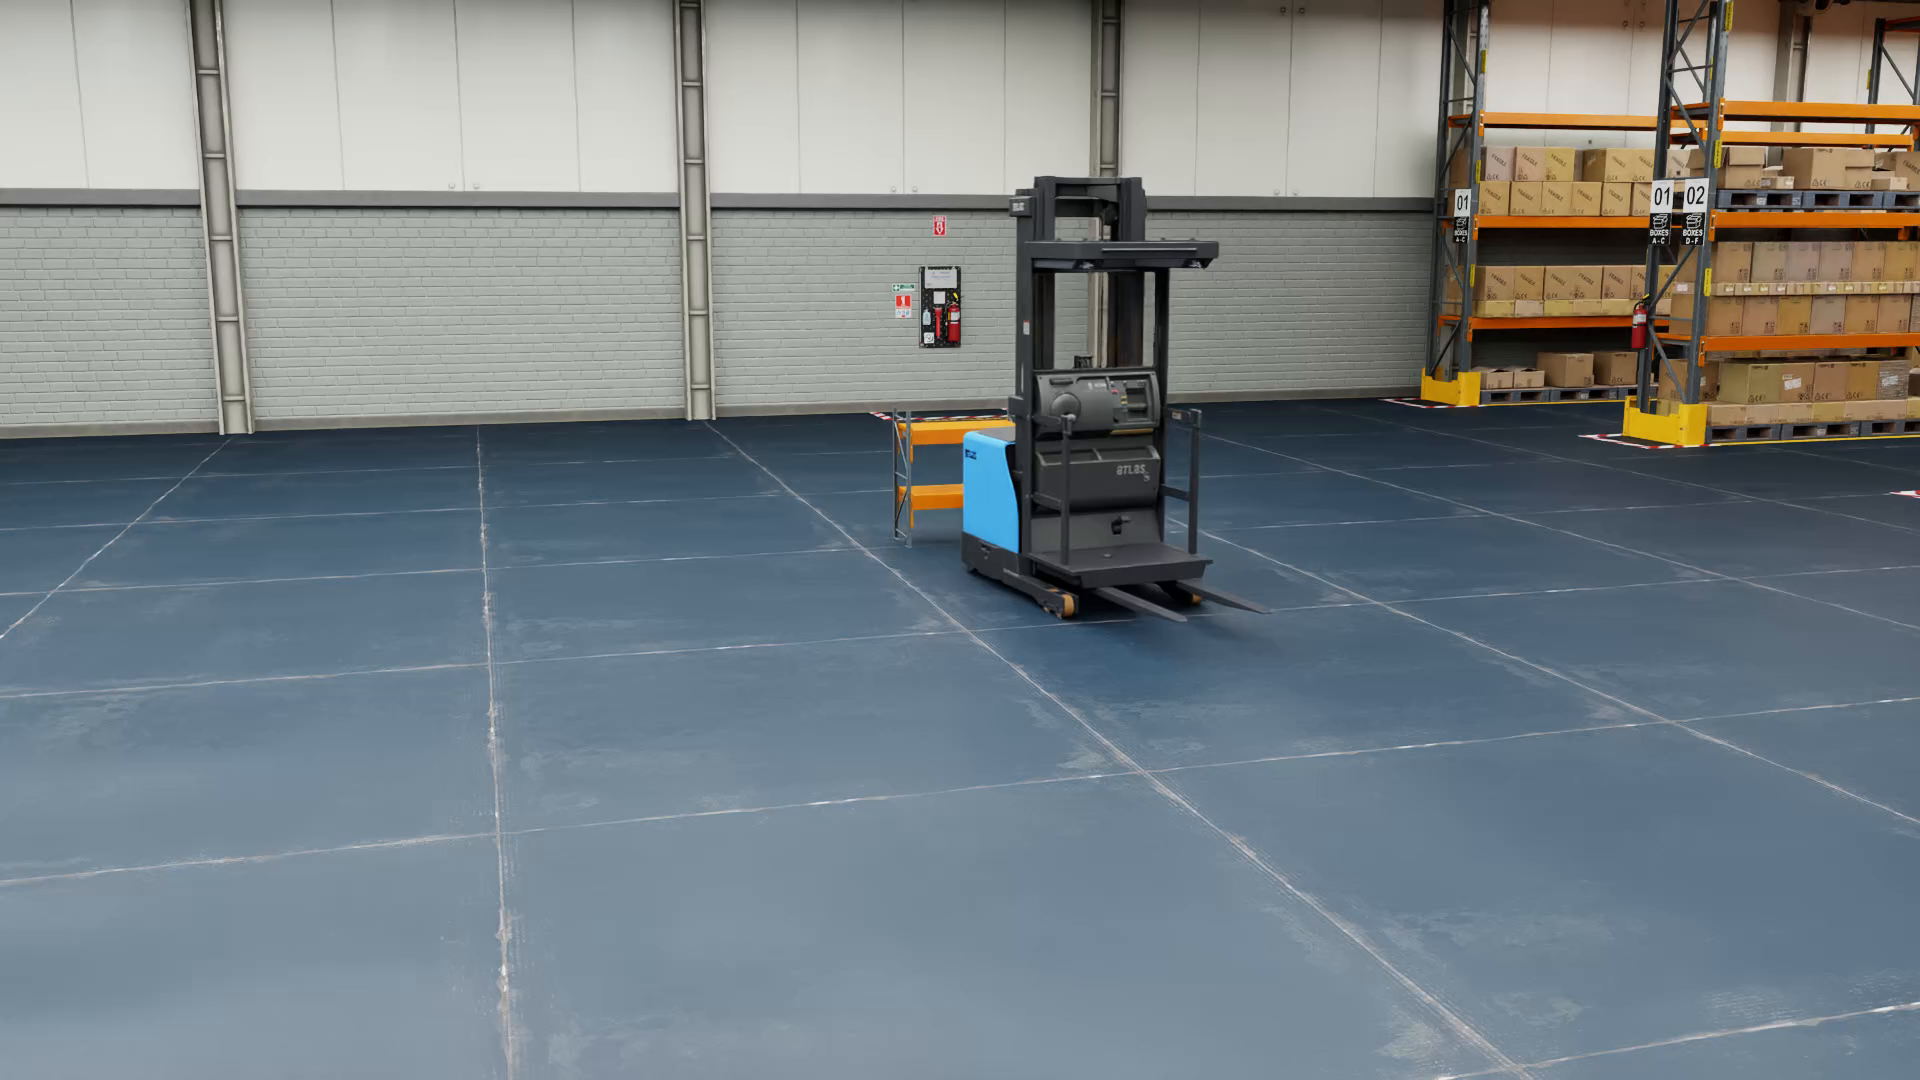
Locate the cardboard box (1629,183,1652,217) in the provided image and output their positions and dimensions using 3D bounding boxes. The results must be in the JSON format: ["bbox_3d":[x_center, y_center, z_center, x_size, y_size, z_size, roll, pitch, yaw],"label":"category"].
[{"bbox_3d":[10.393,-5.241,25.612,0.500,0.500,0.500,-4,11,-21],"label":"cardboard box"}]

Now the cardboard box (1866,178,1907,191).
[{"bbox_3d":[11.604,-4.456,20.828,0.250,0.149,0.380,-3,11,-16],"label":"cardboard box"}]

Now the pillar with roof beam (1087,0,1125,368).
[{"bbox_3d":[3.330,-5.680,20.046,0.400,9.000,9.100,-3,11,-16],"label":"pillar with roof beam"}]

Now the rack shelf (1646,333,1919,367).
[{"bbox_3d":[10.766,-2.482,21.233,4.000,0.370,1.077,-3,11,-16],"label":"rack shelf"}]

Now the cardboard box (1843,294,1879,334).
[{"bbox_3d":[11.274,-2.910,21.295,0.500,0.500,0.700,-3,11,-15],"label":"cardboard box"}]

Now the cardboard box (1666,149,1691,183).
[{"bbox_3d":[10.892,-5.752,25.627,0.500,0.500,0.500,-4,11,-21],"label":"cardboard box"}]

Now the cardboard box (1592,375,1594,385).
[{"bbox_3d":[9.756,-2.535,26.192,0.250,0.149,0.380,-4,11,-21],"label":"cardboard box"}]

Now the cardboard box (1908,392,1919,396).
[{"bbox_3d":[13.003,-1.863,22.316,0.500,0.250,0.500,-3,11,-16],"label":"cardboard box"}]

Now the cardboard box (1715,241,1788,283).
[{"bbox_3d":[9.851,-3.474,20.772,0.500,0.500,0.700,-3,11,-17],"label":"cardboard box"}]

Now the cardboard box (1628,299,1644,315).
[{"bbox_3d":[10.447,-3.634,25.860,0.500,0.250,0.500,-3,11,-16],"label":"cardboard box"}]

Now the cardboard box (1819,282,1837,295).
[{"bbox_3d":[10.758,-3.163,20.876,0.250,0.149,0.380,-3,11,-15],"label":"cardboard box"}]

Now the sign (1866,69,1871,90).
[{"bbox_3d":[14.980,-7.585,27.375,0.005,0.325,0.100,-3,11,-16],"label":"sign"}]

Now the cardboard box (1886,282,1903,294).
[{"bbox_3d":[11.744,-3.215,21.159,0.250,0.149,0.380,-3,11,-16],"label":"cardboard box"}]

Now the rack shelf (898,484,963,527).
[{"bbox_3d":[0.006,-0.313,13.991,1.000,0.278,0.538,-3,11,-16],"label":"rack shelf"}]

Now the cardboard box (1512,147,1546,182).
[{"bbox_3d":[8.391,-5.616,24.888,0.500,0.500,0.500,-3,11,-17],"label":"cardboard box"}]

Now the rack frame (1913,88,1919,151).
[{"bbox_3d":[12.686,-5.888,21.174,0.127,3.000,1.000,-3,11,-16],"label":"rack frame"}]

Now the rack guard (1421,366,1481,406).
[{"bbox_3d":[7.530,-2.370,25.542,0.348,0.500,1.175,-3,11,-16],"label":"rack guard"}]

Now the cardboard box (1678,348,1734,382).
[{"bbox_3d":[12.000,-2.825,26.799,0.500,0.500,0.700,-3,11,-14],"label":"cardboard box"}]

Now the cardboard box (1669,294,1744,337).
[{"bbox_3d":[9.297,-2.806,20.725,0.500,0.500,0.700,-3,11,-16],"label":"cardboard box"}]

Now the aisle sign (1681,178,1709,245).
[{"bbox_3d":[8.868,-3.957,20.075,0.004,0.787,0.394,-3,11,-16],"label":"aisle sign"}]

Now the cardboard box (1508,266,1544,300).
[{"bbox_3d":[8.477,-3.896,25.212,0.500,0.500,0.500,-3,11,-16],"label":"cardboard box"}]

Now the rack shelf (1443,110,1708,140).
[{"bbox_3d":[9.377,-6.292,25.366,4.000,0.370,1.077,-3,11,-16],"label":"rack shelf"}]

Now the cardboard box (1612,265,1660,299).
[{"bbox_3d":[10.453,-3.999,25.773,0.500,0.500,0.500,-3,11,-16],"label":"cardboard box"}]

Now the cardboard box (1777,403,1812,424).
[{"bbox_3d":[10.382,-1.629,21.044,0.500,0.250,0.500,-3,11,-16],"label":"cardboard box"}]

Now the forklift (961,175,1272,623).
[{"bbox_3d":[1.053,-1.002,11.392,1.130,2.935,3.031,-4,11,-23],"label":"forklift"}]

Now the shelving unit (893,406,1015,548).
[{"bbox_3d":[0.006,-0.554,13.947,1.048,1.125,0.538,-3,11,-16],"label":"shelving unit"}]

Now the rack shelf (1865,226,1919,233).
[{"bbox_3d":[17.059,-5.223,27.837,4.000,0.370,1.077,-3,11,-16],"label":"rack shelf"}]

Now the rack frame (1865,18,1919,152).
[{"bbox_3d":[15.138,-6.951,26.950,0.127,3.000,1.000,-3,11,-16],"label":"rack frame"}]

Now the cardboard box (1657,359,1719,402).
[{"bbox_3d":[9.277,-2.037,21.189,0.500,0.500,0.500,-3,11,-16],"label":"cardboard box"}]

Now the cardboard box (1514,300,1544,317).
[{"bbox_3d":[8.509,-3.530,25.297,0.500,0.250,0.500,-3,11,-18],"label":"cardboard box"}]

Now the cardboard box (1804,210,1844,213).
[{"bbox_3d":[13.868,-5.487,26.942,0.637,0.503,0.797,-1,11,-8],"label":"cardboard box"}]

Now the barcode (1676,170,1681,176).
[{"bbox_3d":[9.000,-4.595,20.832,0.075,0.075,0.001,-3,11,-16],"label":"barcode"}]

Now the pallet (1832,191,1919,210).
[{"bbox_3d":[11.874,-4.321,21.195,1.213,0.211,1.003,-3,11,-16],"label":"pallet"}]

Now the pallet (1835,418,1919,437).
[{"bbox_3d":[11.911,-1.533,21.791,1.213,0.211,1.003,-3,11,-16],"label":"pallet"}]

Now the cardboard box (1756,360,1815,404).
[{"bbox_3d":[10.378,-2.000,20.987,0.500,0.500,0.500,-3,11,-16],"label":"cardboard box"}]

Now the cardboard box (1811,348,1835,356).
[{"bbox_3d":[13.934,-2.936,27.401,0.500,0.500,0.700,-3,11,-16],"label":"cardboard box"}]

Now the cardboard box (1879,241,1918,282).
[{"bbox_3d":[11.777,-3.575,21.323,0.500,0.500,0.700,-3,11,-16],"label":"cardboard box"}]

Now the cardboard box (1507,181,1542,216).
[{"bbox_3d":[8.374,-5.125,24.982,0.500,0.500,0.500,-2,11,-12],"label":"cardboard box"}]

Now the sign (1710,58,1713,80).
[{"bbox_3d":[11.432,-7.152,25.242,0.005,0.325,0.100,-3,11,-16],"label":"sign"}]

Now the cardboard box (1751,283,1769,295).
[{"bbox_3d":[9.775,-3.112,20.597,0.250,0.149,0.380,-3,11,-16],"label":"cardboard box"}]

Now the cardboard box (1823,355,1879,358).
[{"bbox_3d":[11.675,-2.165,21.884,0.500,0.500,0.500,-3,11,-16],"label":"cardboard box"}]

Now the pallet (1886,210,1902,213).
[{"bbox_3d":[15.742,-5.425,27.466,1.003,0.211,1.213,-2,11,-13],"label":"pallet"}]

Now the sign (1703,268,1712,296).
[{"bbox_3d":[8.995,-3.103,20.007,0.005,0.325,0.100,-3,11,-16],"label":"sign"}]

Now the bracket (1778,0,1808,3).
[{"bbox_3d":[13.349,-8.723,26.635,0.430,0.232,0.235,-3,11,-16],"label":"bracket"}]

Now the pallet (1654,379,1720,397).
[{"bbox_3d":[12.045,-2.467,26.862,1.213,0.211,1.003,-3,11,-16],"label":"pallet"}]

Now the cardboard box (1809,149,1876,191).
[{"bbox_3d":[11.069,-4.677,21.052,0.637,0.503,0.797,-2,11,-10],"label":"cardboard box"}]

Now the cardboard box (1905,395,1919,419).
[{"bbox_3d":[12.302,-1.730,21.594,0.500,0.250,0.500,-3,11,-16],"label":"cardboard box"}]

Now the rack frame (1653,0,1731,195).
[{"bbox_3d":[8.845,-5.685,20.075,0.127,3.000,1.000,-3,11,-16],"label":"rack frame"}]
